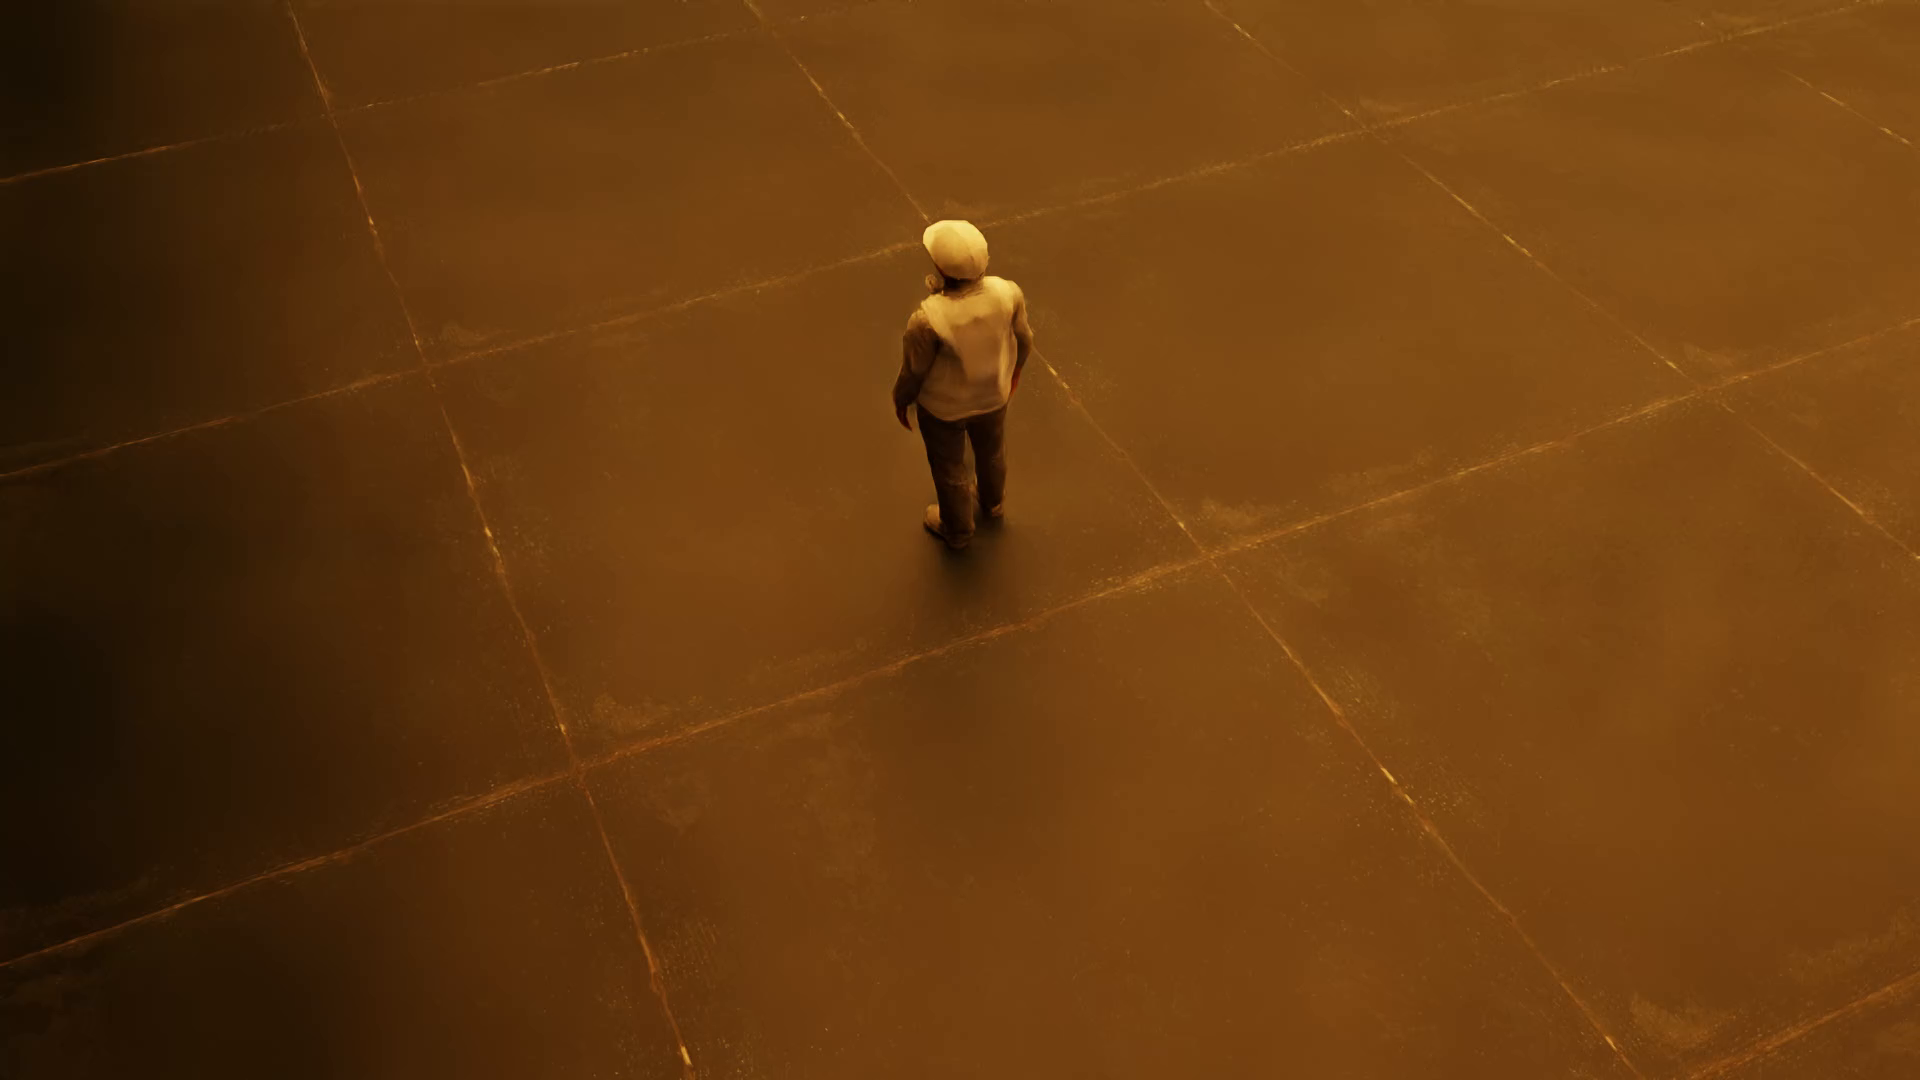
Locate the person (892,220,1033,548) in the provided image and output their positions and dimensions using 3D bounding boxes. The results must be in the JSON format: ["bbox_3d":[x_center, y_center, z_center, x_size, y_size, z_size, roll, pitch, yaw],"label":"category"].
[{"bbox_3d":[-0.019,-0.695,7.262,0.632,1.773,0.567,-18,46,-18],"label":"person"}]
